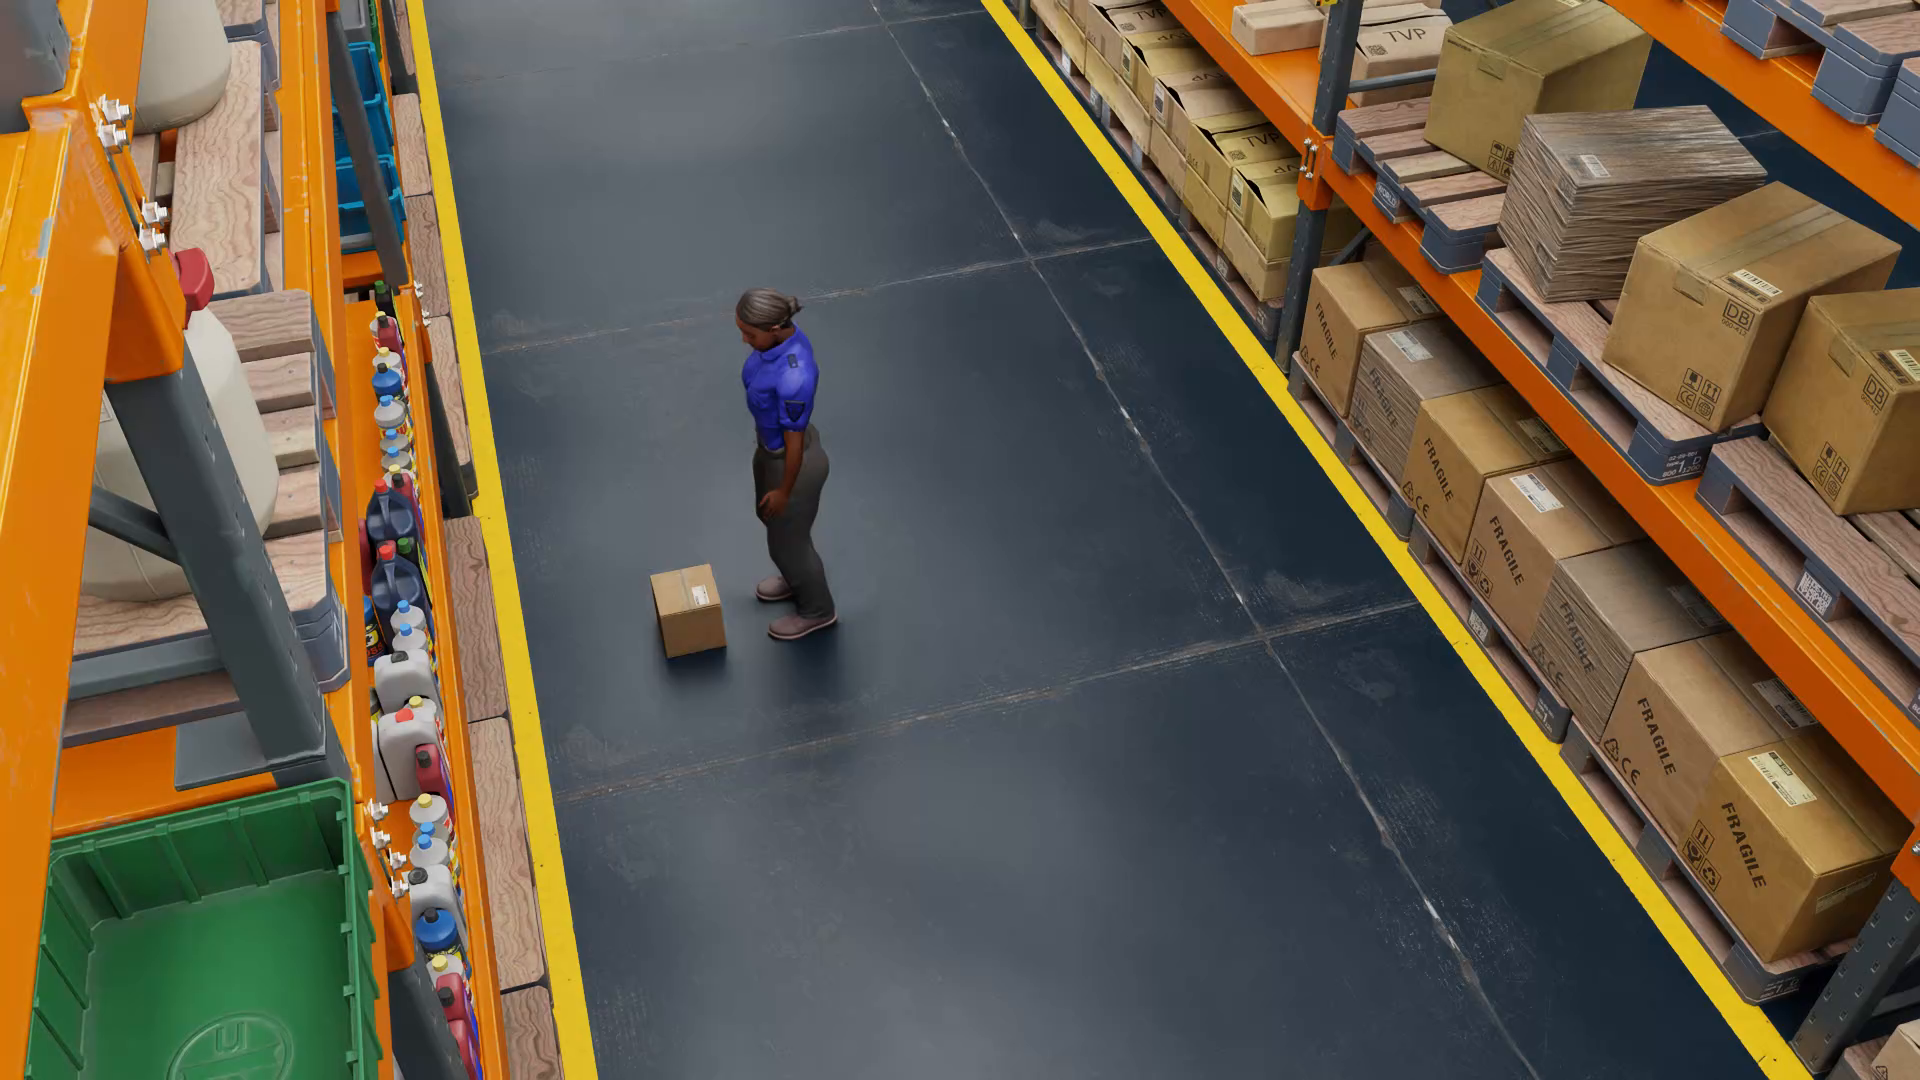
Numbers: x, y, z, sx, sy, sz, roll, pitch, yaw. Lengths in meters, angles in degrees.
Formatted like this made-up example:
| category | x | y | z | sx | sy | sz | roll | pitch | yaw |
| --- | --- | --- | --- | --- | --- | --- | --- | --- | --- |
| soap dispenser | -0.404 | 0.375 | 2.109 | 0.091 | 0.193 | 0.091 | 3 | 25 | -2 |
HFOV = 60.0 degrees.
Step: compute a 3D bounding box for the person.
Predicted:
| category | x | y | z | sx | sy | sz | roll | pitch | yaw |
| --- | --- | --- | --- | --- | --- | --- | --- | --- | --- |
| person | -0.680 | -0.297 | 6.506 | 0.319 | 1.642 | 0.443 | -11 | 44 | -12 |
